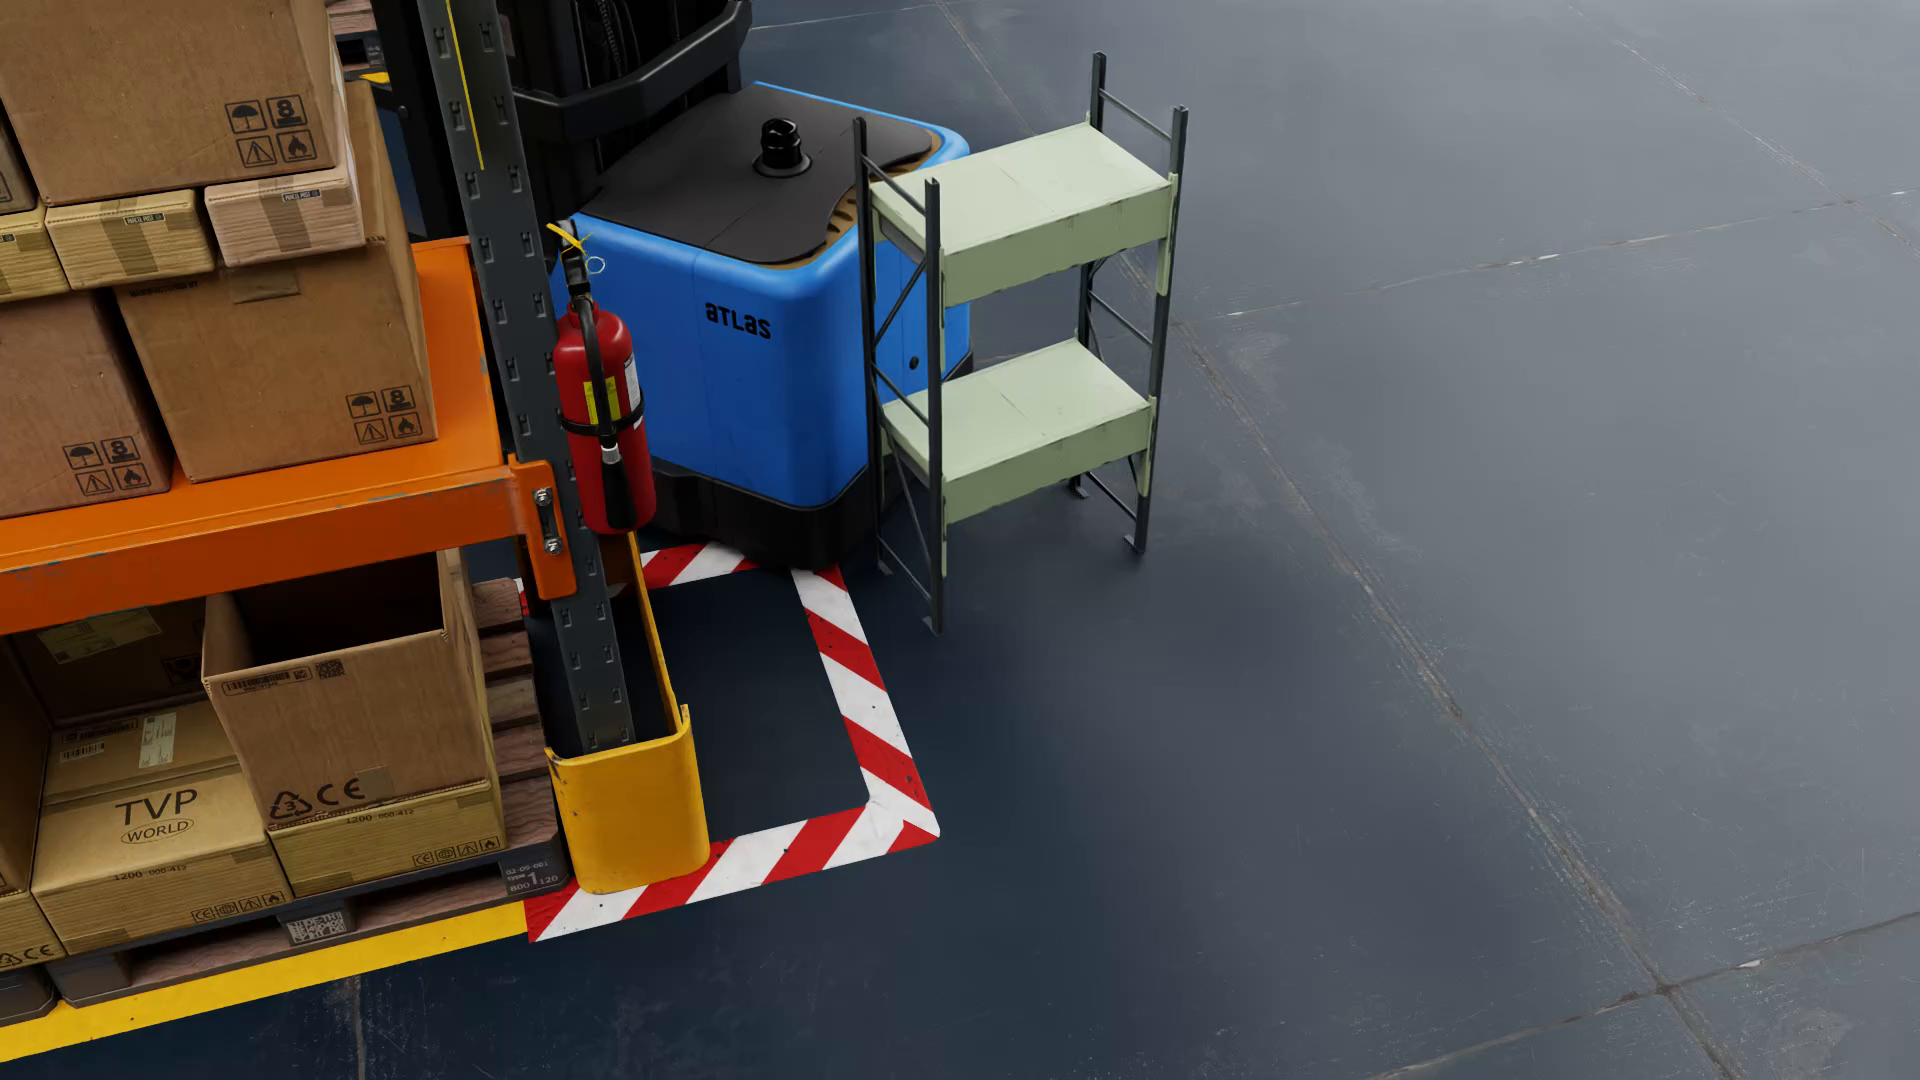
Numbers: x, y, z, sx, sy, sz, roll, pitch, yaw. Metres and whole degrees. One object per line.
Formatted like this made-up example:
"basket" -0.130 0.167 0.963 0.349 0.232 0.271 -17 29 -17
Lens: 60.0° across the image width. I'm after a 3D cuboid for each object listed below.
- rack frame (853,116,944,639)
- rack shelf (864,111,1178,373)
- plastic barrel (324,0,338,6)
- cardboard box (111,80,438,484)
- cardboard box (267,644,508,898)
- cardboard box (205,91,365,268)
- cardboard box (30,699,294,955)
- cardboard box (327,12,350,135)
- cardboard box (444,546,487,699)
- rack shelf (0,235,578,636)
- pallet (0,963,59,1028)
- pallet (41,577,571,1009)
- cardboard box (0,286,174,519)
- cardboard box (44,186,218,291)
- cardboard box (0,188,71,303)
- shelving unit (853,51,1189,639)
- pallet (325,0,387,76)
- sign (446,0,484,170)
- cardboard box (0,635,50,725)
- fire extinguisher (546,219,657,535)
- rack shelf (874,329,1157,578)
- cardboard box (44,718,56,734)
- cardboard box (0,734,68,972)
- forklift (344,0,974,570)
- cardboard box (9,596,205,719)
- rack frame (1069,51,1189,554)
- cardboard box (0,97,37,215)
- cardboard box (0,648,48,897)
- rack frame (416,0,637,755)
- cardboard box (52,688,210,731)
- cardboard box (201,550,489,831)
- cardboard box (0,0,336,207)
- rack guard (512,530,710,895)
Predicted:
"rack frame" -0.159 -0.390 4.557 0.023 1.500 0.400 -21 45 -23
"rack shelf" 0.155 -0.807 4.441 0.720 0.370 0.431 -21 45 -23
"plastic barrel" -3.083 -2.766 7.708 0.421 0.512 0.421 0 41 0
"cardboard box" -1.443 -0.567 3.543 0.500 0.500 0.700 -12 42 -13
"cardboard box" -1.417 0.555 4.105 0.500 0.250 0.500 -12 42 -13
"cardboard box" -1.301 -0.700 3.203 0.250 0.149 0.380 -12 43 -14
"cardboard box" -1.890 0.662 3.984 0.500 0.250 0.500 -12 42 -13
"cardboard box" -1.433 -0.953 3.492 0.250 0.149 0.380 -12 43 -13
"cardboard box" -1.573 0.230 4.477 0.500 0.250 0.500 -12 42 -13
"rack shelf" -2.902 0.053 3.457 4.000 0.370 1.077 -12 42 -13
"pallet" -2.873 0.853 4.113 1.213 0.211 1.003 -12 42 -13
"pallet" -1.711 0.614 4.387 1.213 0.211 1.003 -12 42 -13
"cardboard box" -1.943 -0.460 3.421 0.500 0.500 0.700 -11 42 -12
"cardboard box" -1.551 -0.648 3.143 0.250 0.149 0.380 -11 42 -12
"cardboard box" -1.794 -0.597 3.085 0.250 0.149 0.380 -12 43 -14
"shelving unit" 0.155 -0.514 4.698 0.755 1.500 0.431 -21 45 -23
"pallet" -3.313 -2.471 7.918 1.213 0.211 1.003 -12 42 -13
"sign" -0.844 -0.795 2.821 0.005 0.325 0.100 -12 42 -13
"cardboard box" -2.522 0.155 3.994 0.500 0.500 0.500 -12 42 -13
"fire extinguisher" -0.742 -0.316 3.391 0.183 0.674 0.296 -12 42 -13
"rack shelf" 0.155 -0.268 4.912 0.720 0.370 0.431 -21 45 -23
"cardboard box" -2.525 0.430 4.249 0.500 0.250 0.500 -12 42 -13
"cardboard box" -2.367 0.762 3.869 0.500 0.250 0.500 -12 42 -13
"forklift" -1.501 -1.702 4.970 3.031 2.935 1.130 19 45 21
"cardboard box" -2.049 0.048 4.116 0.500 0.500 0.500 -12 42 -13
"rack frame" 0.469 -0.637 4.839 0.023 1.500 0.400 -21 45 -23
"cardboard box" -1.994 -0.938 2.981 0.500 0.500 0.700 -13 43 -14
"cardboard box" -2.366 0.481 3.620 0.500 0.500 0.500 -12 42 -13
"rack frame" -0.994 -0.613 3.672 0.127 3.000 1.000 -12 42 -13
"cardboard box" -2.048 0.331 4.362 0.500 0.250 0.500 -12 42 -13
"cardboard box" -1.416 0.274 3.857 0.500 0.500 0.500 -12 42 -13
"cardboard box" -1.494 -1.045 3.104 0.500 0.500 0.700 -12 42 -13
"rack guard" -0.971 0.323 4.500 0.348 0.500 1.175 -12 42 -13
